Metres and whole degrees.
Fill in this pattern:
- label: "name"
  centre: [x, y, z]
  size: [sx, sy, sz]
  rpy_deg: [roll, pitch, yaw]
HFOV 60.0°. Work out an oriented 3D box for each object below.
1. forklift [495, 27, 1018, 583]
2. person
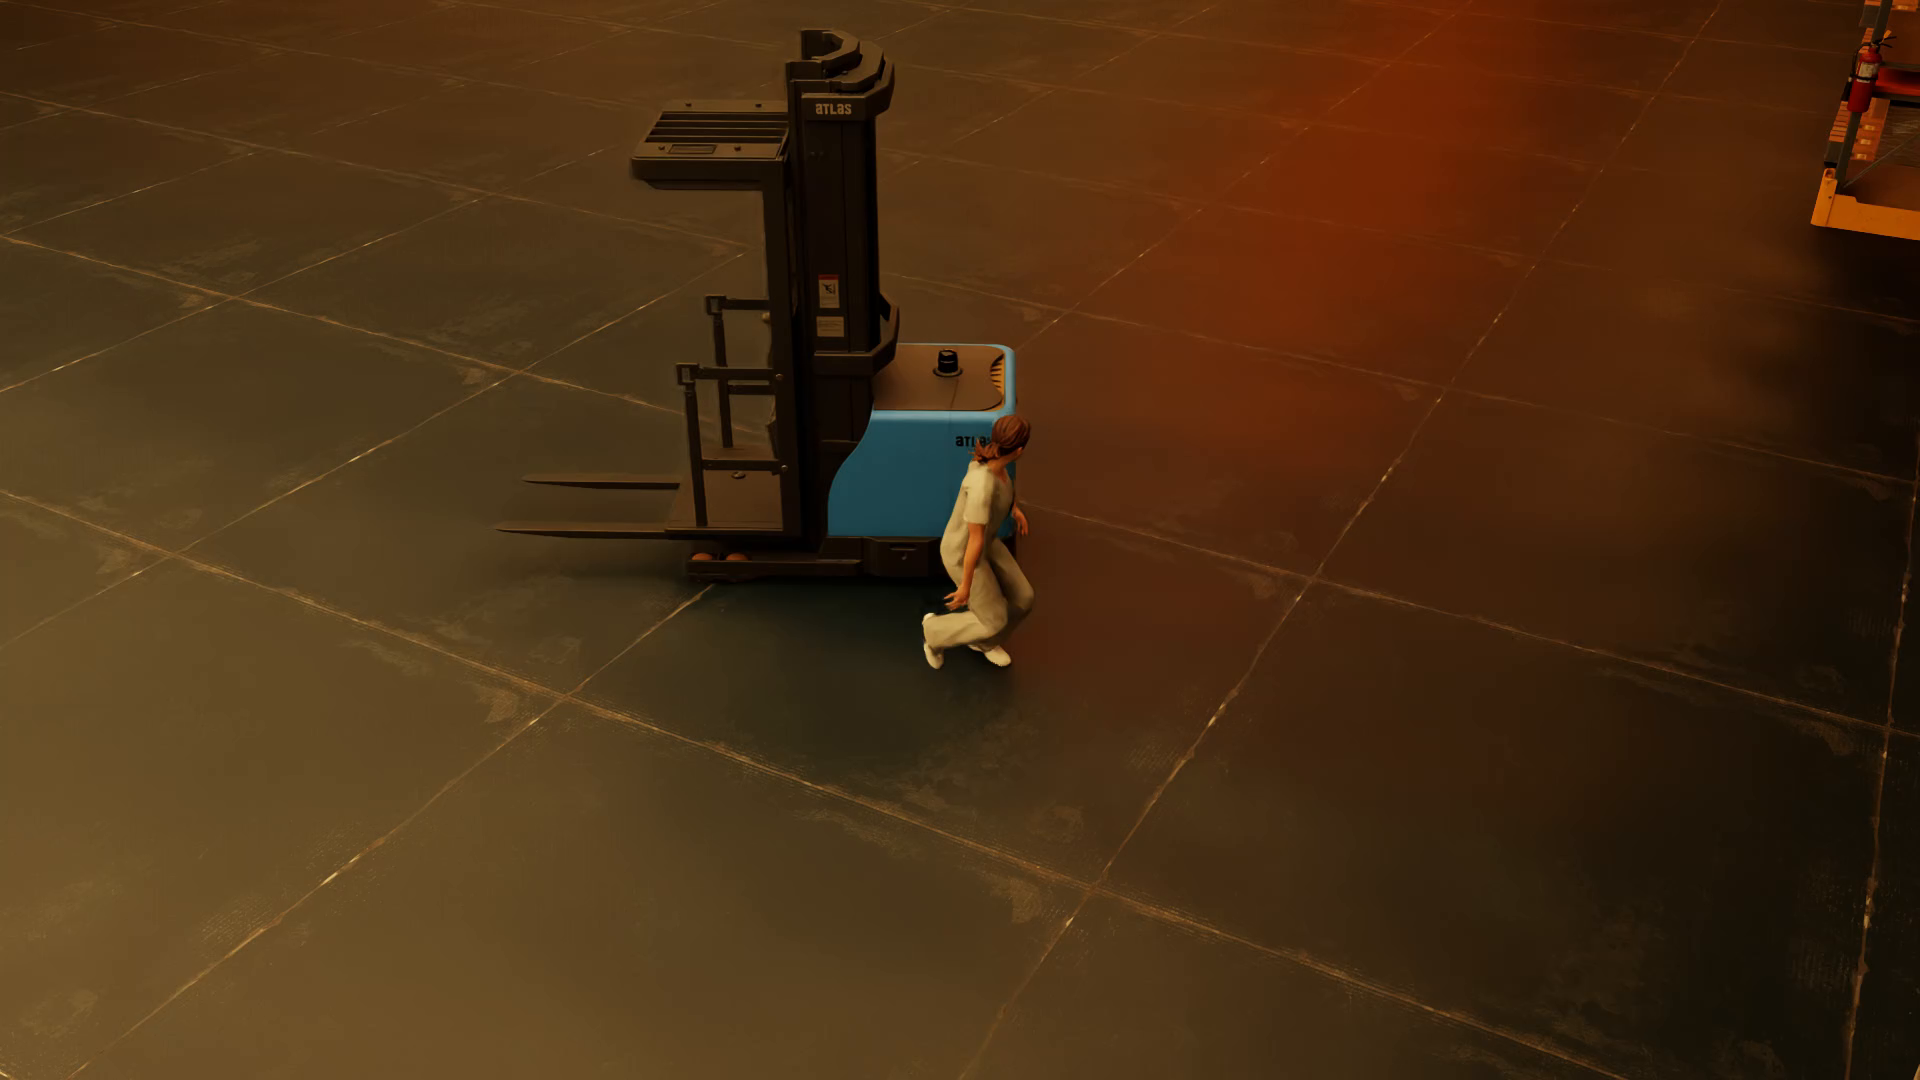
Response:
- label: "forklift"
  centre: [-1.184, -1.286, 9.299]
  size: [3.031, 2.935, 1.130]
  rpy_deg: [1, 30, 1]
- label: "person"
  centre: [0.078, 0.040, 8.475]
  size: [0.570, 1.483, 0.806]
  rpy_deg: [12, 32, 20]
